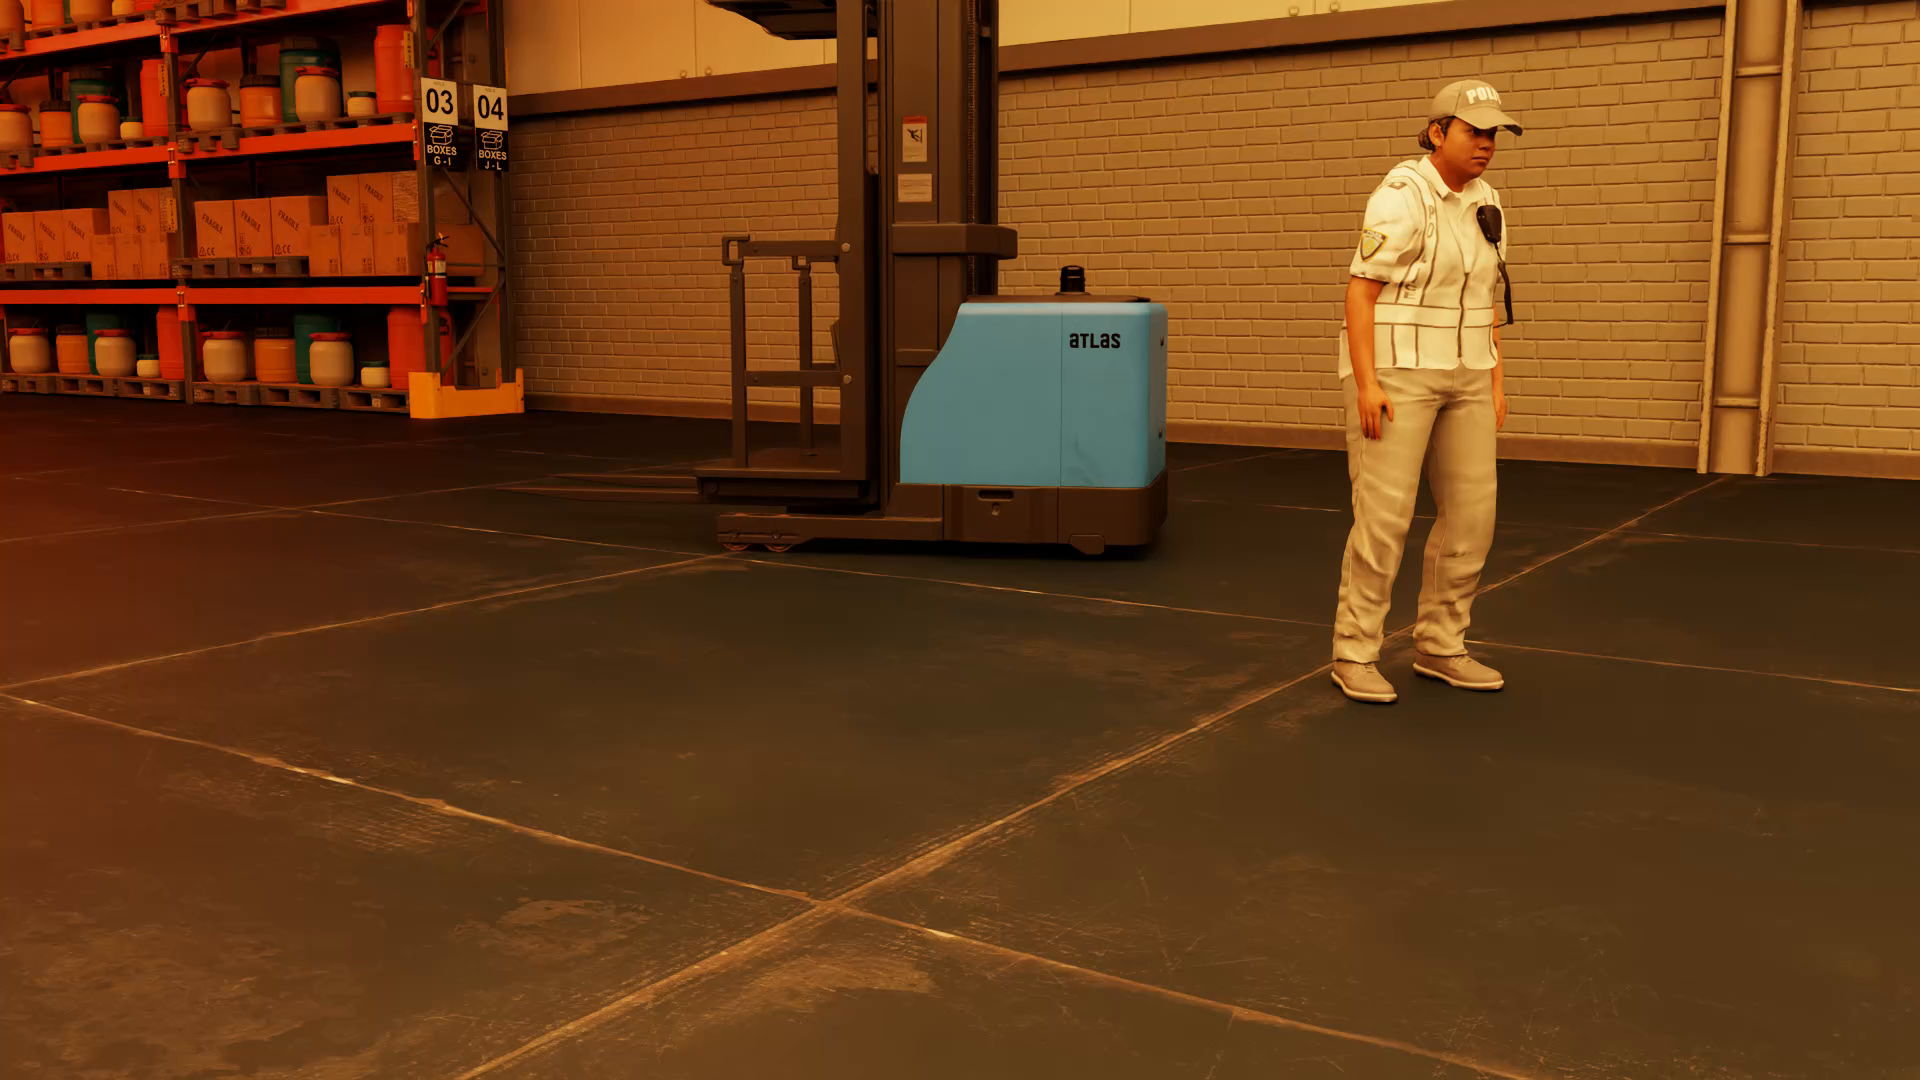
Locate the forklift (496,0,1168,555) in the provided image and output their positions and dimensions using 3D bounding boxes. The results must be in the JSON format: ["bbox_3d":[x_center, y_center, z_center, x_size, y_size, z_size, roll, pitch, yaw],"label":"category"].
[{"bbox_3d":[-0.596,-1.469,7.520,3.031,2.935,1.130,2,8,12],"label":"forklift"}]

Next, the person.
[{"bbox_3d":[1.292,-0.412,4.595,0.562,1.665,0.471,-4,9,-26],"label":"person"}]
